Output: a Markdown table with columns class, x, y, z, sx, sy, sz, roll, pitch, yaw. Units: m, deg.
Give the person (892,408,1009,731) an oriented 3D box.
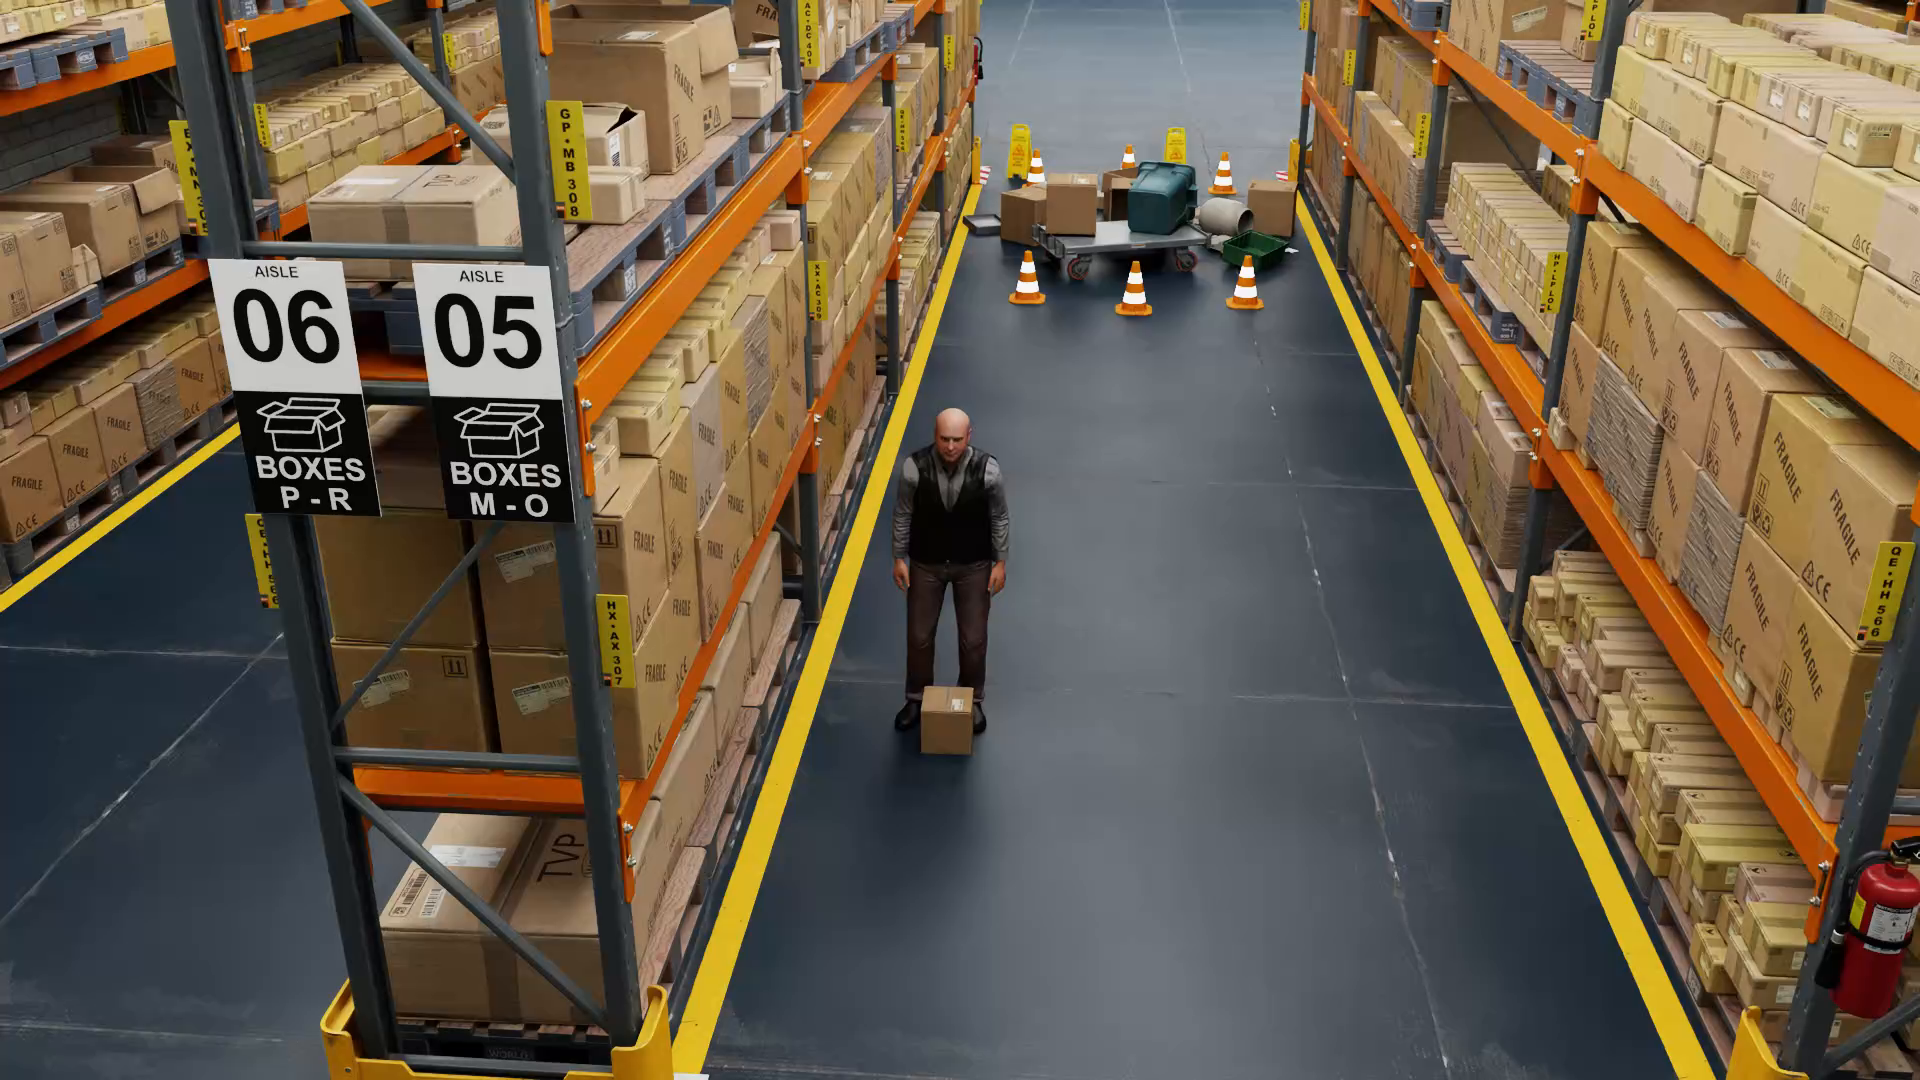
| class | x | y | z | sx | sy | sz | roll | pitch | yaw |
| --- | --- | --- | --- | --- | --- | --- | --- | --- | --- |
| person | -0.047 | 0.127 | 8.353 | 0.584 | 1.720 | 0.412 | 2 | 24 | 4 |
